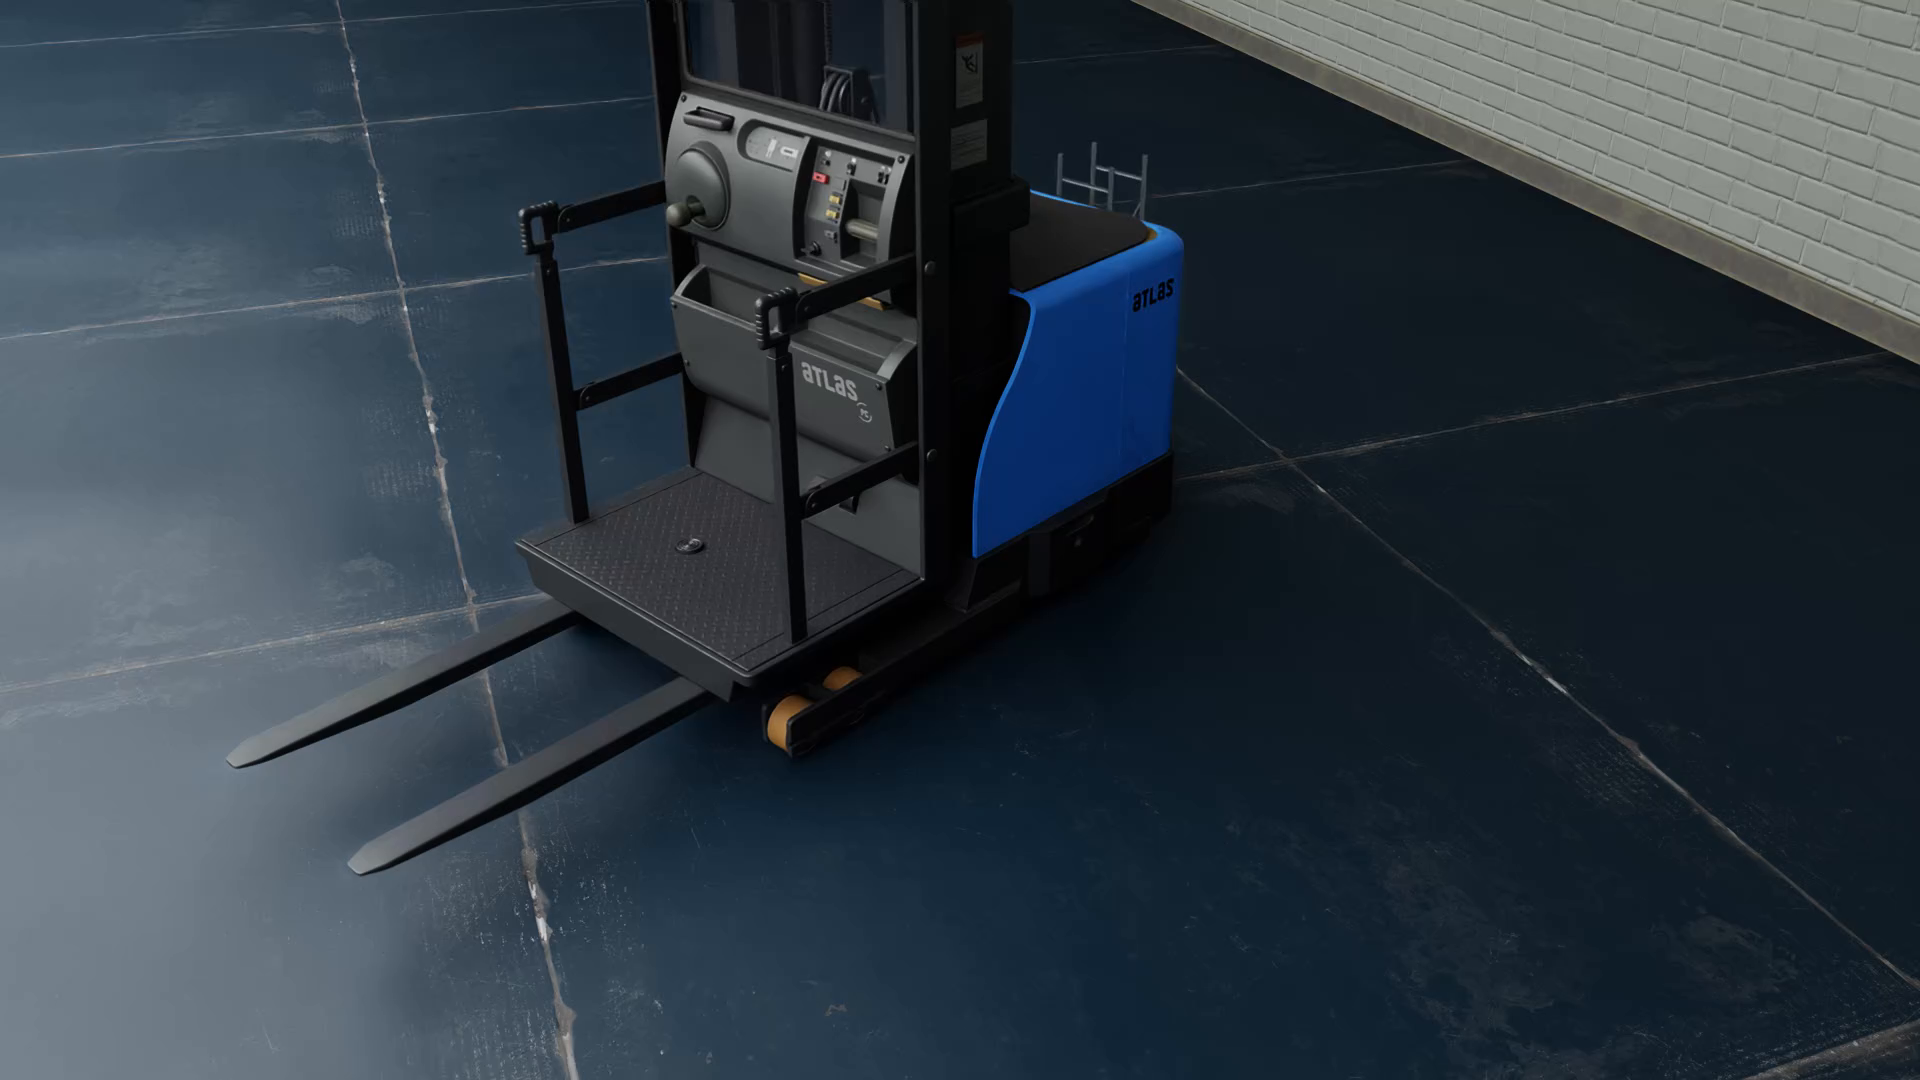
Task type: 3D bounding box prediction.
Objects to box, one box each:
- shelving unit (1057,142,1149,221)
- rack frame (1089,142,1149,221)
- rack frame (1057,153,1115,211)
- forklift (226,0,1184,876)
[{"bbox_3d":[0.483,-0.778,5.904,0.258,1.200,0.189,25,38,36],"label":"shelving unit"},{"bbox_3d":[0.545,-0.812,5.963,0.240,1.200,0.006,25,38,36],"label":"rack frame"},{"bbox_3d":[0.421,-0.745,5.846,0.240,1.200,0.006,25,38,36],"label":"rack frame"},{"bbox_3d":[-0.634,-0.953,4.463,1.130,2.935,3.031,25,38,36],"label":"forklift"}]
